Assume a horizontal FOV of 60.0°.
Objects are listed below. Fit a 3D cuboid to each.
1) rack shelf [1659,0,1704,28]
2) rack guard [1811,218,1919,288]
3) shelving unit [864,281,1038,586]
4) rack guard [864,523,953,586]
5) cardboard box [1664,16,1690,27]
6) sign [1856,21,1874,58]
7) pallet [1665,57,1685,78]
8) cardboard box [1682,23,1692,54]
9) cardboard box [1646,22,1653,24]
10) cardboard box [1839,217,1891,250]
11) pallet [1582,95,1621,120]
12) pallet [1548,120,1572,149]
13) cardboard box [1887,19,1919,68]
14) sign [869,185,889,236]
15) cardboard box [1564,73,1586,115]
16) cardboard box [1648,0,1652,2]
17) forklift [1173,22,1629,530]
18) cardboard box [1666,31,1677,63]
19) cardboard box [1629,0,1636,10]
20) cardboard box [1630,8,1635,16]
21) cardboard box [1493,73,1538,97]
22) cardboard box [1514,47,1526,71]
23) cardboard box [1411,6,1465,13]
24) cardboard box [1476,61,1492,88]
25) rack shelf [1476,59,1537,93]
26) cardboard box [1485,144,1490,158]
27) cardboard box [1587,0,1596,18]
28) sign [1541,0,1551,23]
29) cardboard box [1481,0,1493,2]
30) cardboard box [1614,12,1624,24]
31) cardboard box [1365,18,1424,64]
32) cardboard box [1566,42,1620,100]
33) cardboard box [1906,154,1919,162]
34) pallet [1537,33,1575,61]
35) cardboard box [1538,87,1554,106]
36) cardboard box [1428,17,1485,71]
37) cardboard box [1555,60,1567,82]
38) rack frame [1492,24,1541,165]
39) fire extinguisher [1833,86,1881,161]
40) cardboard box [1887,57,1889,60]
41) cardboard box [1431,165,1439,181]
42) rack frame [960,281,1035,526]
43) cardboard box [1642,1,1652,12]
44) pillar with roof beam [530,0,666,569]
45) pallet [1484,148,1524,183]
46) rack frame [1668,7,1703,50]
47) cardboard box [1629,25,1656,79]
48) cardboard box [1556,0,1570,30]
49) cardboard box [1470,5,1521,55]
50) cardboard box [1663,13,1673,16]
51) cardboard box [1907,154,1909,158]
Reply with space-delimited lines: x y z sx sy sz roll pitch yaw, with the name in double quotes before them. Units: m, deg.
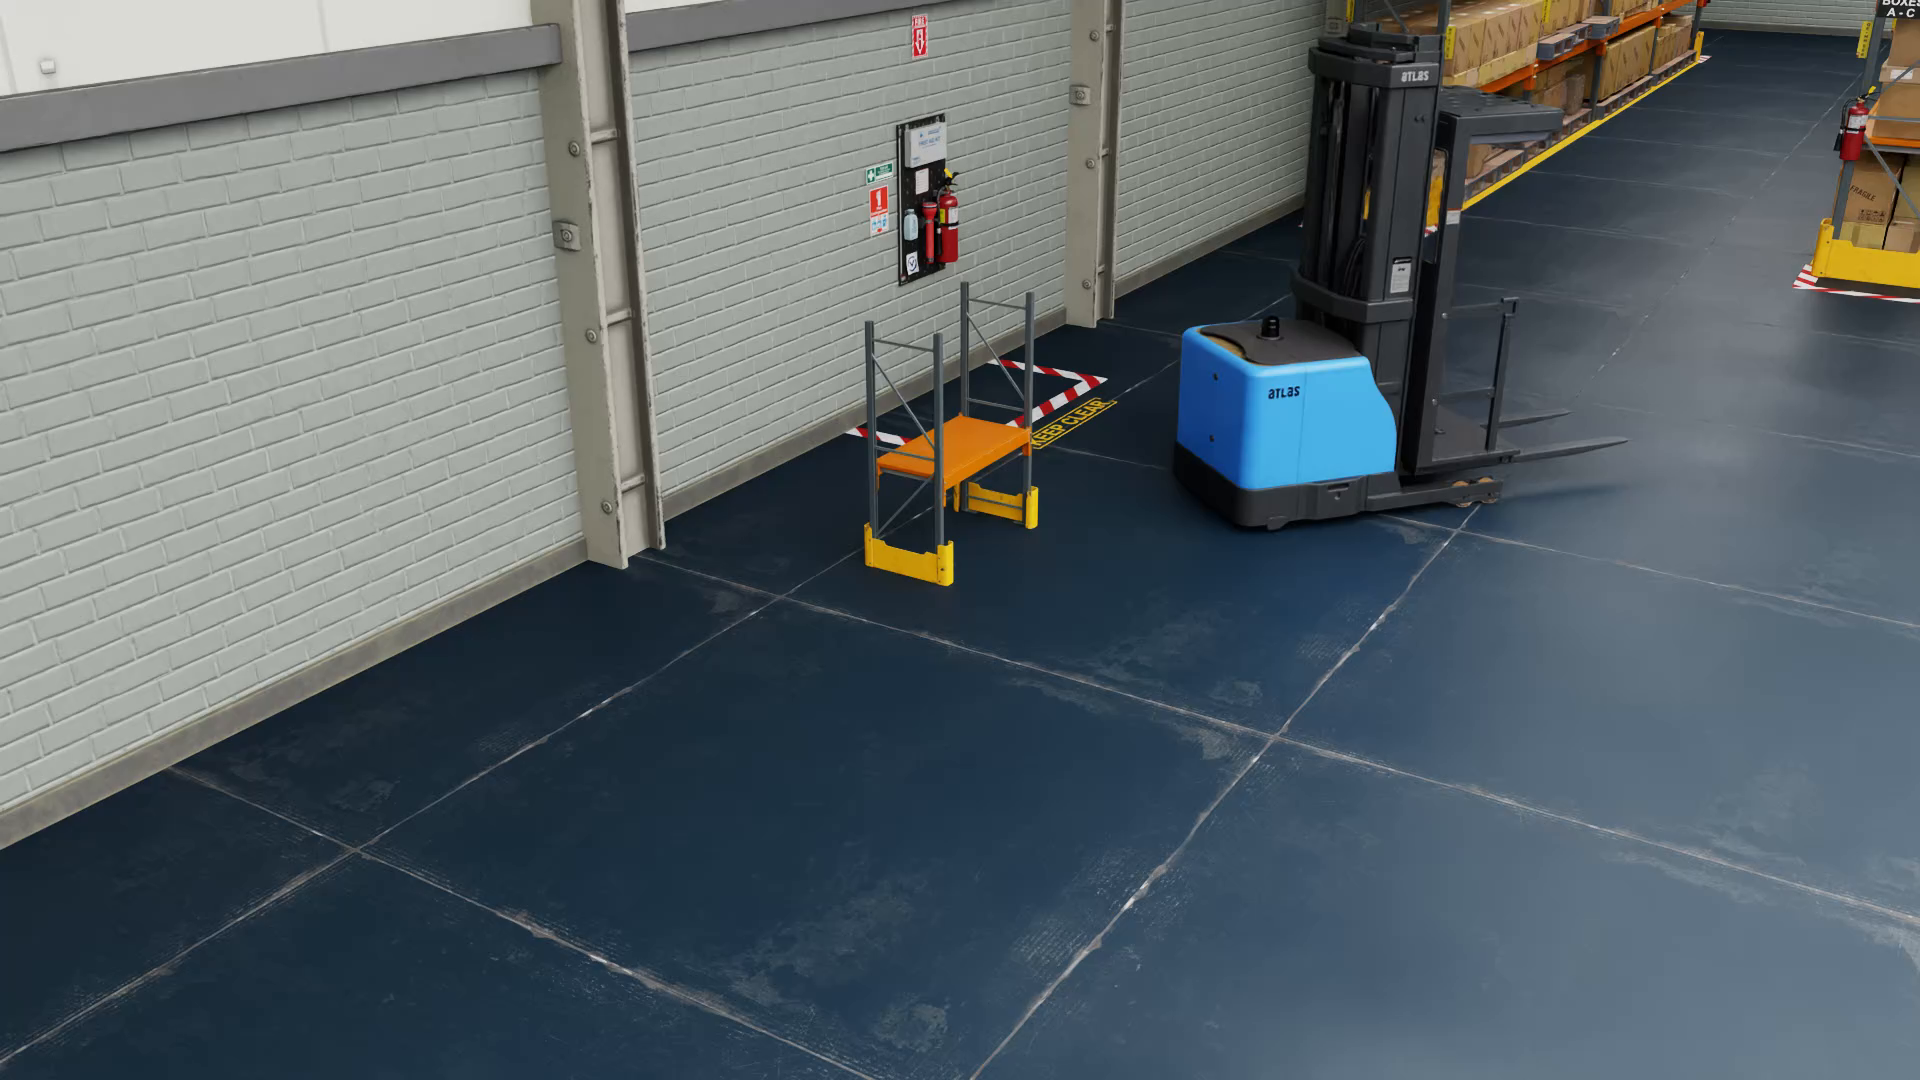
"rack shelf" 12.054 -9.329 28.930 1.077 0.370 4.000 14 27 29
"rack guard" 8.867 -2.742 15.954 1.175 0.500 0.348 14 27 29
"shelving unit" -0.040 -0.663 9.893 0.587 1.500 1.083 14 27 29
"rack guard" -0.303 0.079 9.753 0.587 0.250 0.087 14 27 29
"cardboard box" 12.778 -9.252 29.648 0.380 0.149 0.250 15 27 30
"sign" 8.426 -4.656 15.473 0.100 0.325 0.005 14 27 29
"pallet" 12.110 -8.358 29.291 1.003 0.211 1.213 14 27 29
"cardboard box" 12.825 -9.123 30.165 0.700 0.500 0.500 14 27 29
"cardboard box" 11.784 -8.903 28.842 0.380 0.149 0.250 14 27 29
"cardboard box" 8.912 -3.071 16.501 0.500 0.250 0.500 14 27 29
"pallet" 9.369 -6.605 25.241 1.003 0.211 1.213 14 27 29
"pallet" 7.831 -5.681 23.107 1.003 0.211 1.213 14 27 29
"cardboard box" 9.165 -4.711 15.598 0.700 0.500 0.500 14 27 29
"sign" -0.576 -2.352 11.862 0.001 0.329 0.234 14 27 29
"cardboard box" 8.554 -6.435 23.931 0.700 0.500 0.500 14 27 30
"cardboard box" 10.709 -8.793 26.260 0.500 0.500 0.500 14 27 29
"forklift" 2.991 -1.744 10.590 3.031 2.935 1.130 -8 25 -17
"cardboard box" 12.021 -8.602 28.963 0.700 0.500 0.500 15 27 30
"cardboard box" 9.910 -8.278 25.071 0.500 0.500 0.500 14 27 29
"cardboard box" 10.204 -8.198 25.702 0.380 0.149 0.250 15 27 31
"cardboard box" 7.383 -6.084 22.177 0.500 0.250 0.500 13 27 28
"cardboard box" 6.517 -5.835 20.116 0.500 0.250 0.500 14 27 29
"cardboard box" 5.546 -5.935 19.404 0.500 0.500 0.500 14 27 30
"cardboard box" 5.732 -5.321 18.930 0.500 0.250 0.500 13 27 28
"rack shelf" 5.724 -5.279 19.574 1.077 0.370 4.000 14 27 29
"cardboard box" 6.266 -4.980 20.571 0.500 0.500 0.500 12 26 25
"cardboard box" 8.650 -7.721 23.630 0.700 0.500 0.500 11 26 23
"sign" 7.244 -6.570 20.562 0.100 0.325 0.005 14 27 29
"cardboard box" 6.354 -6.454 20.602 0.500 0.500 0.500 13 27 28
"cardboard box" 9.612 -7.746 24.658 0.380 0.149 0.250 15 27 31
"cardboard box" 4.737 -5.422 18.219 0.500 0.500 0.500 14 27 28
"cardboard box" 9.389 -7.061 24.962 0.750 0.750 0.750 13 27 28
"cardboard box" 9.867 -3.647 16.888 0.500 0.500 0.500 14 27 29
"pallet" 7.306 -6.423 21.554 1.003 0.211 1.213 14 27 29
"cardboard box" 7.687 -5.939 22.787 0.700 0.500 0.500 14 27 30
"cardboard box" 5.446 -5.481 18.356 0.500 0.500 0.500 14 27 29
"cardboard box" 8.200 -6.600 23.368 0.500 0.250 0.500 14 27 30
"rack frame" 6.779 -6.284 20.990 1.000 3.000 0.127 14 27 29
"fire extinguisher" 8.423 -3.919 15.625 0.296 0.674 0.183 14 27 29
"cardboard box" 9.191 -4.585 16.122 0.380 0.149 0.250 13 27 28
"cardboard box" 5.111 -4.117 18.814 0.500 0.311 0.500 11 26 23
"rack frame" 0.223 -0.831 10.282 0.500 1.500 0.032 14 27 29
"cardboard box" 10.684 -8.435 26.250 0.380 0.149 0.250 14 27 29
"pillar with roof beam" 1.631 -3.152 6.205 9.100 9.000 0.400 14 27 29
"pallet" 6.455 -4.770 21.003 1.003 0.211 1.213 14 27 29
"rack frame" 13.109 -10.334 30.346 1.000 3.000 0.127 14 27 29
"cardboard box" 10.767 -7.944 27.001 0.750 0.750 0.750 14 27 30
"cardboard box" 7.698 -7.112 22.224 0.700 0.500 0.500 18 29 36
"cardboard box" 6.259 -6.007 19.569 0.500 0.500 0.500 13 27 27
"cardboard box" 12.721 -9.504 30.230 0.380 0.149 0.250 14 27 29
"cardboard box" 9.690 -3.925 17.529 0.500 0.500 0.500 14 27 29
